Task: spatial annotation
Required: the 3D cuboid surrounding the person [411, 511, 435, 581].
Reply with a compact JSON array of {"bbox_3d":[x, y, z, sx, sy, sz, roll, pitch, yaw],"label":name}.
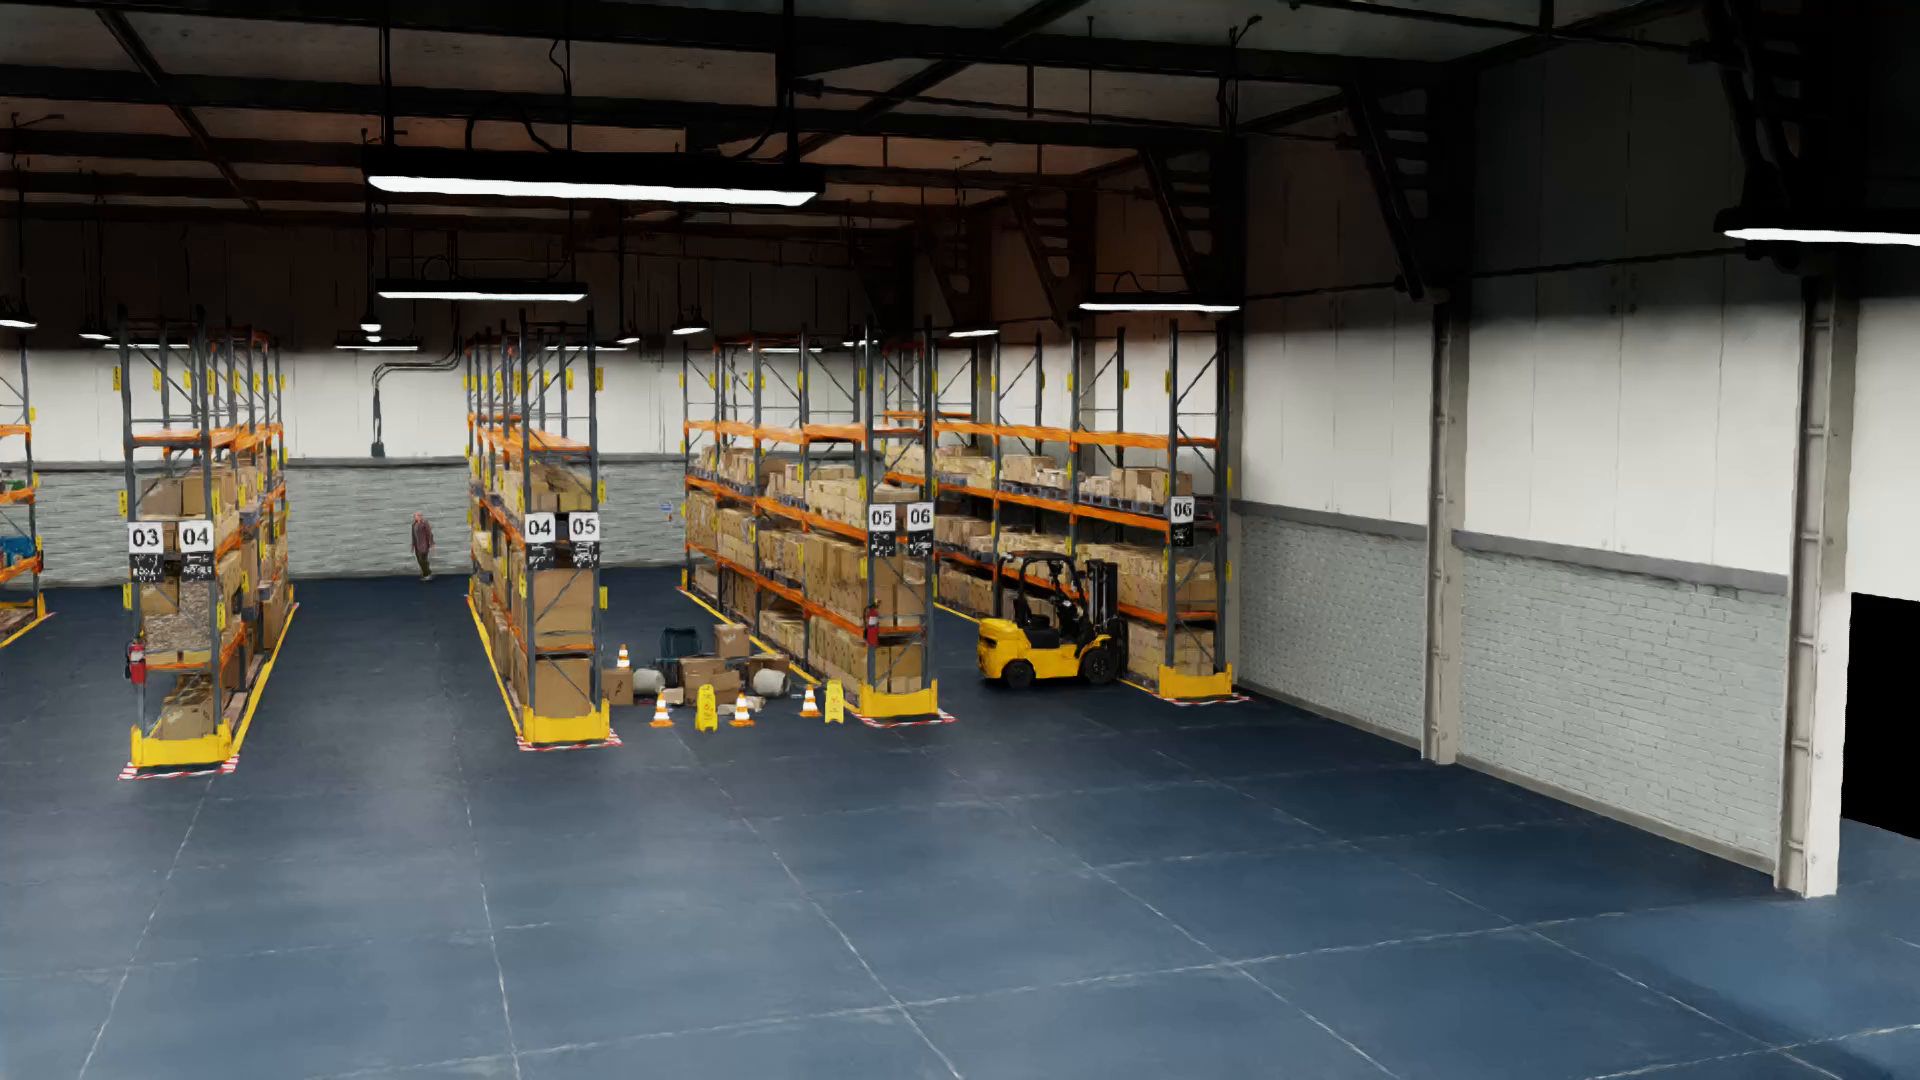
[{"bbox_3d":[-13.528,0.141,41.836,0.689,1.760,0.523,4,7,37],"label":"person"}]
